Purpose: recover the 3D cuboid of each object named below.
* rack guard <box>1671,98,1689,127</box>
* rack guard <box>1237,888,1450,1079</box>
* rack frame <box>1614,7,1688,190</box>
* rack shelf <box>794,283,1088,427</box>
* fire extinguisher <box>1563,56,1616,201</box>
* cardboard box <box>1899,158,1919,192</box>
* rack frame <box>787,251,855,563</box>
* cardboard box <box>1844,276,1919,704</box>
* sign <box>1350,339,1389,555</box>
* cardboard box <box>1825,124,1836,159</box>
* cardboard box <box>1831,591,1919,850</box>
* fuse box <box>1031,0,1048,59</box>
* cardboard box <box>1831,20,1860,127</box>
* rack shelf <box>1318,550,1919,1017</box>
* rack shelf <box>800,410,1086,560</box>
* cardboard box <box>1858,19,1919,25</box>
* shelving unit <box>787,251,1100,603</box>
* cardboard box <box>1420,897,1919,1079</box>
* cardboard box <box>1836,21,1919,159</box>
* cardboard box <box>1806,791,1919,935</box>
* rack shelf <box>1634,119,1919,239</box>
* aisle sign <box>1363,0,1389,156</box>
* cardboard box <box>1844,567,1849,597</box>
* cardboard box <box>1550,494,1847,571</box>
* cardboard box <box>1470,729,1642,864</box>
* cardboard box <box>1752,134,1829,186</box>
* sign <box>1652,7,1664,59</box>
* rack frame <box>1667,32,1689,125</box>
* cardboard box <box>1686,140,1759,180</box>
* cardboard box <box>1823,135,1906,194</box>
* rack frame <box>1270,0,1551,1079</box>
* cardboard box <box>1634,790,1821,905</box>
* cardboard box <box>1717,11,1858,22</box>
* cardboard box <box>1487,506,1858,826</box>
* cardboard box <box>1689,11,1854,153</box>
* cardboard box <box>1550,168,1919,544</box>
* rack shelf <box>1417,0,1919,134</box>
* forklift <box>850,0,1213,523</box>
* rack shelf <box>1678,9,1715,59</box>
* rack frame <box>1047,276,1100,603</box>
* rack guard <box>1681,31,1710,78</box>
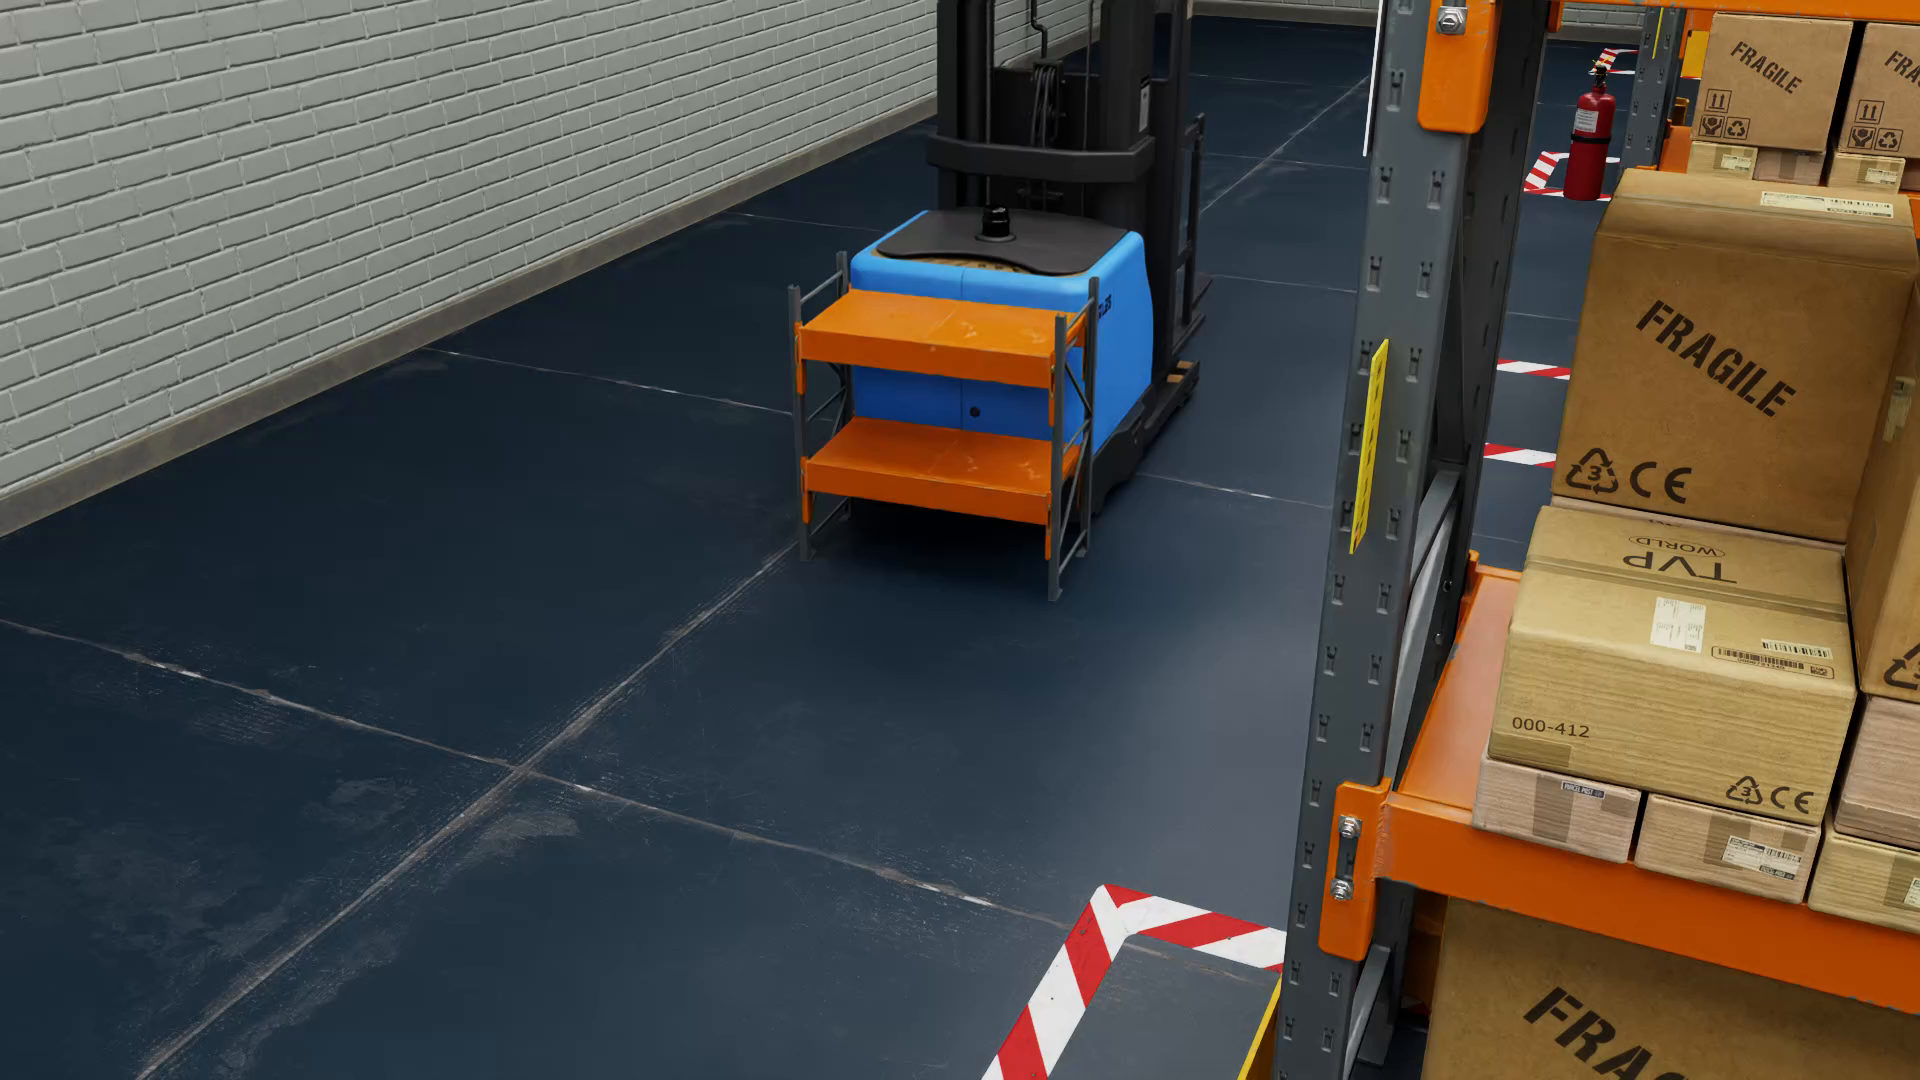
[{"bbox_3d":[4.948,-2.808,11.887,0.348,0.500,1.175,11,28,22],"label":"rack guard"},{"bbox_3d":[0.846,1.177,3.794,0.348,0.500,1.175,11,28,22],"label":"rack guard"},{"bbox_3d":[3.013,-1.916,7.246,0.127,3.000,1.000,11,28,22],"label":"rack frame"},{"bbox_3d":[-0.055,-0.709,6.254,1.000,0.278,0.538,9,28,17],"label":"rack shelf"},{"bbox_3d":[2.975,-1.946,7.816,0.183,0.674,0.296,11,28,22],"label":"fire extinguisher"},{"bbox_3d":[3.937,-1.519,6.725,0.250,0.149,0.380,13,29,24],"label":"cardboard box"},{"bbox_3d":[-0.536,-0.519,6.531,0.032,1.125,0.500,9,28,17],"label":"rack frame"},{"bbox_3d":[1.648,-0.055,2.450,0.500,0.500,0.500,11,28,21],"label":"cardboard box"},{"bbox_3d":[0.633,-0.142,2.573,0.005,0.325,0.100,11,28,22],"label":"sign"},{"bbox_3d":[3.872,-1.757,7.207,0.250,0.149,0.380,11,28,21],"label":"cardboard box"},{"bbox_3d":[1.669,0.282,2.614,0.500,0.250,0.500,11,28,21],"label":"cardboard box"},{"bbox_3d":[0.830,-5.186,15.347,0.414,1.711,0.539,11,28,22],"label":"fuse box"},{"bbox_3d":[3.995,-2.019,7.006,0.500,0.500,0.500,11,28,21],"label":"cardboard box"},{"bbox_3d":[2.689,0.748,2.649,4.000,0.370,1.077,11,28,22],"label":"rack shelf"},{"bbox_3d":[-0.055,-0.227,6.492,1.000,0.278,0.538,9,28,17],"label":"rack shelf"},{"bbox_3d":[3.774,-2.264,6.371,0.500,0.500,0.500,12,29,23],"label":"cardboard box"},{"bbox_3d":[-0.055,-0.447,6.384,1.048,1.125,0.538,9,28,17],"label":"shelving unit"},{"bbox_3d":[1.484,0.909,3.437,0.875,0.875,0.875,11,28,22],"label":"cardboard box"},{"bbox_3d":[3.805,-1.814,6.588,0.500,0.500,0.500,11,28,22],"label":"cardboard box"},{"bbox_3d":[1.522,0.463,2.698,0.250,0.149,0.380,11,28,21],"label":"cardboard box"},{"bbox_3d":[4.834,-1.228,6.662,4.000,0.370,1.077,11,28,22],"label":"rack shelf"},{"bbox_3d":[0.678,-0.999,2.440,0.004,0.787,0.394,11,28,22],"label":"aisle sign"},{"bbox_3d":[1.880,0.069,3.048,0.500,0.250,0.500,11,28,21],"label":"cardboard box"},{"bbox_3d":[1.419,-0.024,3.237,0.500,0.250,0.500,11,28,21],"label":"cardboard box"},{"bbox_3d":[1.054,0.370,2.887,0.250,0.149,0.380,12,29,22],"label":"cardboard box"},{"bbox_3d":[3.421,-1.582,6.853,0.250,0.149,0.380,12,29,24],"label":"cardboard box"},{"bbox_3d":[2.789,-2.086,6.611,0.005,0.325,0.100,11,28,22],"label":"sign"},{"bbox_3d":[4.970,-3.925,11.326,0.127,3.000,1.000,11,28,22],"label":"rack frame"},{"bbox_3d":[3.172,-1.612,6.913,0.250,0.149,0.380,11,28,21],"label":"cardboard box"},{"bbox_3d":[3.644,-1.512,6.709,0.250,0.149,0.380,11,28,20],"label":"cardboard box"},{"bbox_3d":[0.868,0.060,3.233,0.127,3.000,1.000,11,28,22],"label":"rack frame"},{"bbox_3d":[1.289,0.416,2.793,0.250,0.149,0.380,11,28,21],"label":"cardboard box"},{"bbox_3d":[3.312,-2.354,6.554,0.500,0.500,0.500,11,28,21],"label":"cardboard box"},{"bbox_3d":[1.193,0.190,2.801,0.500,0.250,0.500,11,28,20],"label":"cardboard box"},{"bbox_3d":[3.307,-1.901,6.766,0.500,0.500,0.500,13,29,24],"label":"cardboard box"},{"bbox_3d":[1.420,-0.359,3.068,0.500,0.500,0.500,12,29,22],"label":"cardboard box"},{"bbox_3d":[2.689,-0.597,1.986,4.000,0.370,1.077,11,28,22],"label":"rack shelf"},{"bbox_3d":[0.543,-2.010,7.514,1.130,2.935,3.031,10,28,19],"label":"forklift"},{"bbox_3d":[6.791,-3.236,10.742,4.000,0.370,1.077,11,28,22],"label":"rack shelf"},{"bbox_3d":[0.426,-0.374,6.236,0.032,1.125,0.500,9,28,17],"label":"rack frame"},{"bbox_3d":[7.091,-4.786,15.905,0.348,0.500,1.175,11,28,22],"label":"rack guard"}]
